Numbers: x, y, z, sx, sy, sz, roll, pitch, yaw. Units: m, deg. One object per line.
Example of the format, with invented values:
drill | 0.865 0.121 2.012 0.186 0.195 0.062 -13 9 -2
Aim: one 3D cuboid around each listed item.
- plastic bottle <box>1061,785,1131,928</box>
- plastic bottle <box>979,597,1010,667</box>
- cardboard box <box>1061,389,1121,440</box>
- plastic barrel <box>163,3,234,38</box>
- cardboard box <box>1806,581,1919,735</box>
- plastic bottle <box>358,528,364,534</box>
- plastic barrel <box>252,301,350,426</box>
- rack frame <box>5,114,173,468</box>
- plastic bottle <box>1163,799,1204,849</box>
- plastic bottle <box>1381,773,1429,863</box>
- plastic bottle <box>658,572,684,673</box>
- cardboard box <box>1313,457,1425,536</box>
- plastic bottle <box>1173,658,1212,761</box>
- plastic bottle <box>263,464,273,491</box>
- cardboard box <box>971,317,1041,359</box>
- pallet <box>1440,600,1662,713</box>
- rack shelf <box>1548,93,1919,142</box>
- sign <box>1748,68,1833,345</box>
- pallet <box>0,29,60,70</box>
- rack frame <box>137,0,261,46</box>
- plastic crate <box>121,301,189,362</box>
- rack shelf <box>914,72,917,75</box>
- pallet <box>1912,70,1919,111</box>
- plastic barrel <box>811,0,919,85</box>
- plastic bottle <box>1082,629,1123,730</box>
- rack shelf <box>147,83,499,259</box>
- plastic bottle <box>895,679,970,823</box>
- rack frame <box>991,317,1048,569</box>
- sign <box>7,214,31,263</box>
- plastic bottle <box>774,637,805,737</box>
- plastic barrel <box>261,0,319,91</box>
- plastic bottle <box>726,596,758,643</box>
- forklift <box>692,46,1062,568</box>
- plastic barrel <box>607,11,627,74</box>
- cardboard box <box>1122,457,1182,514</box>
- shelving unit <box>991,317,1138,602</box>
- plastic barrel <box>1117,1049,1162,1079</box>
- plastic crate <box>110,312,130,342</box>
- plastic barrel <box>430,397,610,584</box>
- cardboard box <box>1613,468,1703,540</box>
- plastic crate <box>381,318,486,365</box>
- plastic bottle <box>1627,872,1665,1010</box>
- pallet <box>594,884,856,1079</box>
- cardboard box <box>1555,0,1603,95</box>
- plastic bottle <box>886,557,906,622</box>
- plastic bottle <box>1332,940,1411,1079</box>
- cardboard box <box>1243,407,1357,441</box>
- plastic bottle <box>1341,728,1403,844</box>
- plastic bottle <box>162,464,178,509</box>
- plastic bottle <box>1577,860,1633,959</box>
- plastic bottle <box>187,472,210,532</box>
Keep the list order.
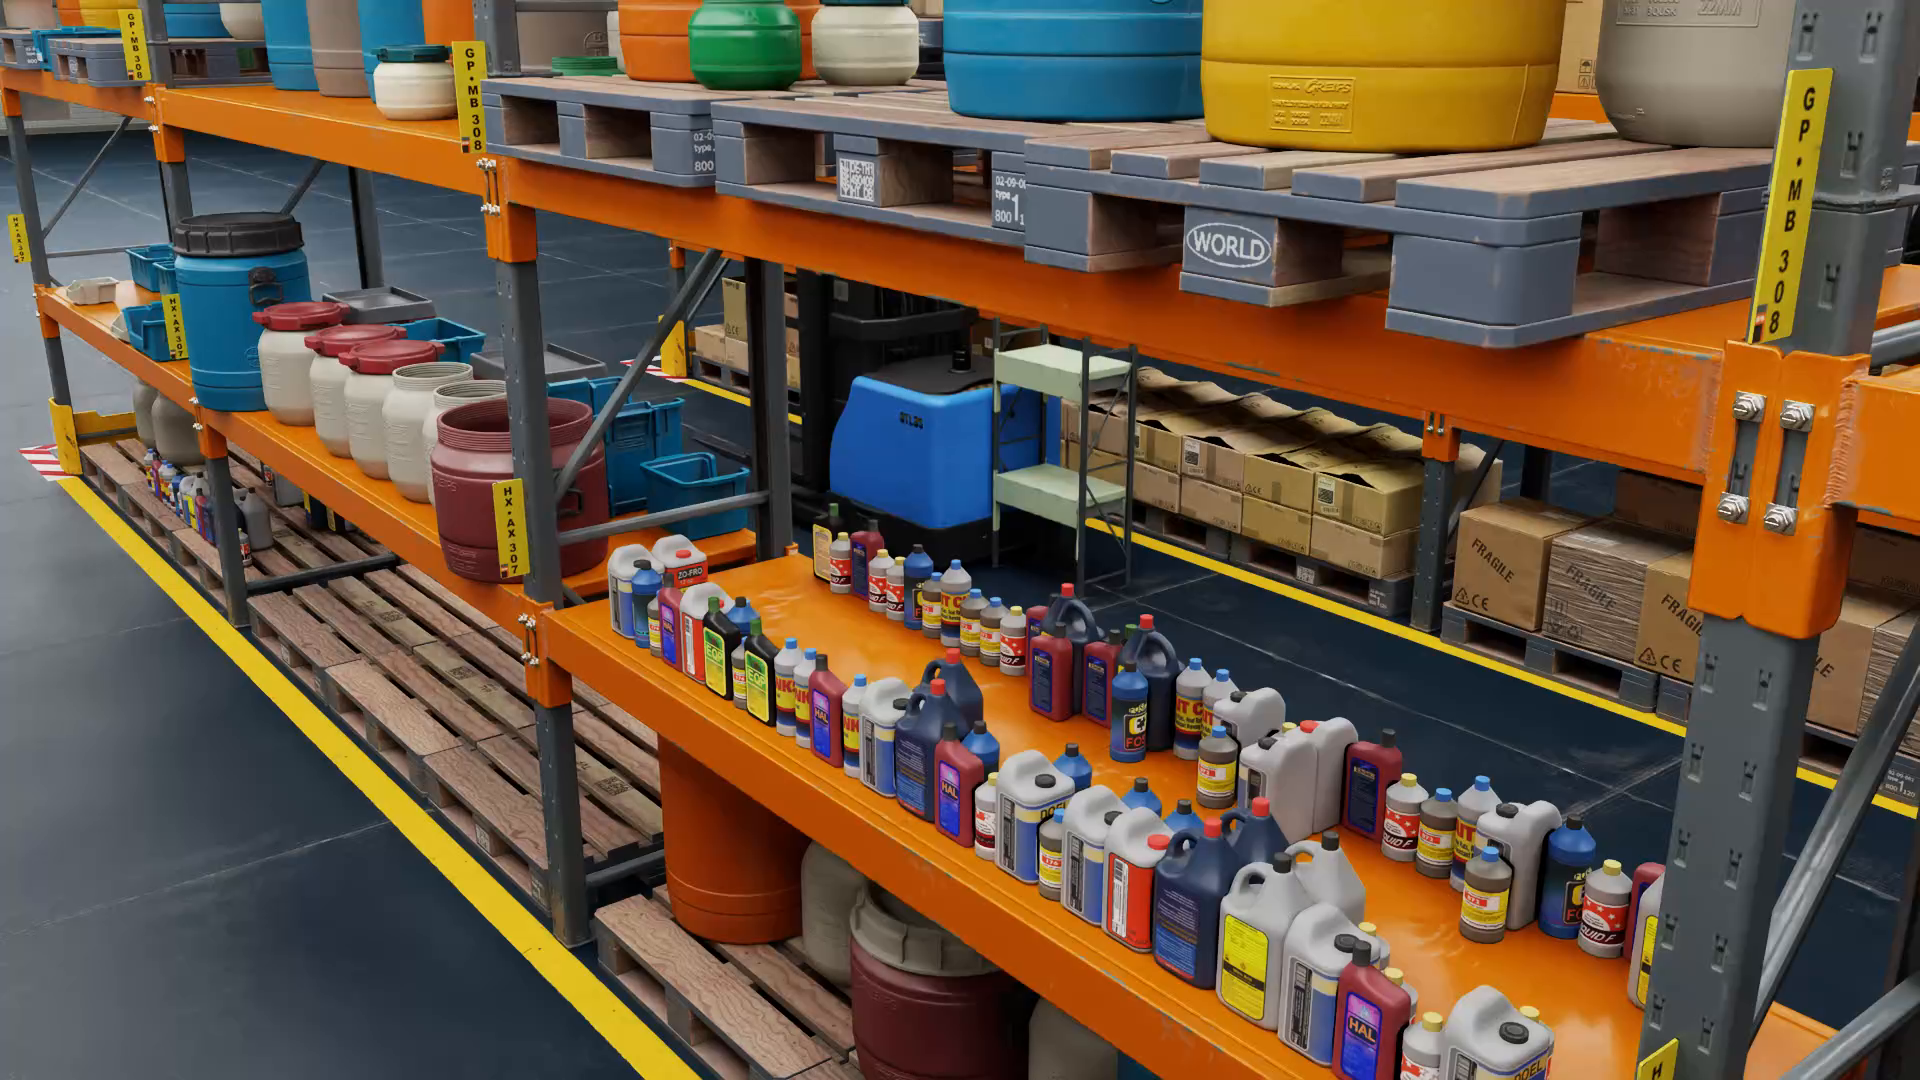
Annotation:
plastic bottle | 0.321 0.695 3.689 0.152 0.276 0.135 -14 23 -36
plastic bottle | 0.108 0.275 5.075 0.097 0.201 0.097 0 18 0
cardboard box | 0.729 -0.905 11.138 0.500 0.311 0.500 -14 23 -37
plastic barrel | -4.058 -3.181 8.961 0.600 0.901 0.708 -14 23 -36
cardboard box | 3.868 0.492 7.382 0.500 0.500 0.500 -15 23 -38
plastic bottle | -3.505 -0.148 9.791 0.097 0.201 0.097 0 18 0
plastic barrel | -3.102 -0.840 7.911 0.433 0.535 0.433 0 18 0
rack frame | -6.008 -2.039 11.750 1.000 3.000 0.127 -14 23 -36
plastic bottle | 0.491 0.701 3.677 0.097 0.271 0.097 0 18 0
plastic bottle | 1.055 0.651 3.940 0.097 0.201 0.097 0 18 0
plastic bottle | -0.857 0.247 5.031 0.061 0.283 0.133 -14 23 -36
cardboard box | 2.326 -0.275 9.236 0.500 0.311 0.500 -13 22 -35
plastic bottle | 0.624 0.447 4.446 0.097 0.271 0.097 0 18 0
plastic bottle | -4.389 -0.422 10.618 0.097 0.201 0.097 0 18 0
cardboard box | 0.318 -1.445 12.468 0.500 0.500 0.500 -14 23 -36
pallet | 3.278 0.481 8.574 1.003 0.211 1.213 -14 23 -36
rack shelf | 4.086 -1.624 6.867 1.077 0.370 4.000 -14 23 -36
sign | 1.010 -0.404 2.024 0.100 0.325 0.005 -14 23 -36
pallet | -5.571 -3.151 10.635 1.003 0.211 1.213 -14 23 -36
rack frame | -3.524 -3.902 7.830 1.000 3.000 0.127 -14 23 -36
plastic crate | -4.424 -1.203 9.460 0.499 0.251 0.616 -14 23 -36
rack shelf | -0.881 -3.595 12.820 1.077 0.370 4.000 -14 23 -36
pallet | 4.332 -1.812 6.591 1.213 0.211 1.003 -14 23 -36
plastic barrel | -0.260 -1.390 4.569 0.301 0.262 0.301 0 18 0
plastic bottle | 0.404 0.376 4.642 0.061 0.283 0.133 -14 23 -36
rack shelf | -2.283 -1.643 6.926 1.077 0.370 4.000 -14 23 -36
plastic bottle | -0.068 0.507 4.139 0.144 0.351 0.185 -14 23 -36
rack frame | 0.348 -0.582 9.735 0.400 1.500 0.023 -15 23 -37
sign | -6.442 -2.065 11.385 0.100 0.325 0.005 -14 23 -36
plastic bottle | -0.462 0.400 4.587 0.097 0.271 0.097 0 18 0
plastic barrel | -3.038 -2.633 7.972 0.600 0.901 0.708 -14 23 -36
plastic bottle | -0.640 0.299 4.893 0.097 0.271 0.097 0 18 0
forklift | -0.699 -1.616 10.581 1.130 2.935 3.031 -15 23 -37
plastic barrel | -0.993 -1.682 5.719 0.421 0.512 0.421 0 18 0
cardboard box | 1.372 -0.387 10.466 0.500 0.250 0.500 -13 23 -35
shelving unit | 0.581 -0.493 9.466 0.431 1.500 0.755 -15 23 -37
plastic barrel | 0.679 1.402 4.026 0.600 0.901 0.708 -14 23 -36
plastic crate | -4.731 -1.279 9.874 0.530 0.136 0.437 -14 23 -36
plastic barrel | -1.566 -0.188 5.942 0.600 0.536 0.708 -14 23 -36
cardboard box | 3.647 -0.215 8.322 0.500 0.250 0.500 -13 22 -34
plastic crate | -2.596 -0.835 8.138 0.392 0.384 0.575 -14 23 -36
plastic bottle | 1.453 0.781 3.311 0.144 0.351 0.185 -14 23 -36
pallet | -0.519 1.442 5.673 1.003 0.211 1.213 -14 23 -36
cardboard box | 3.142 -2.405 7.921 0.910 0.500 0.500 -14 23 -36
plastic bottle | -0.194 0.155 5.437 0.097 0.201 0.097 0 18 0
plastic bottle | 0.765 0.891 3.086 0.061 0.283 0.133 -14 23 -36
cardboard box | 2.102 -0.635 10.321 0.500 0.311 0.500 -15 23 -38
plastic bottle | 0.998 0.580 4.023 0.061 0.283 0.133 -14 23 -36
plastic bottle | -4.852 -0.336 10.247 0.097 0.271 0.097 0 18 0
plastic bottle | 1.381 0.780 3.550 0.097 0.201 0.097 0 18 0
plastic bottle | -4.470 -0.234 9.813 0.144 0.351 0.185 -14 23 -36
